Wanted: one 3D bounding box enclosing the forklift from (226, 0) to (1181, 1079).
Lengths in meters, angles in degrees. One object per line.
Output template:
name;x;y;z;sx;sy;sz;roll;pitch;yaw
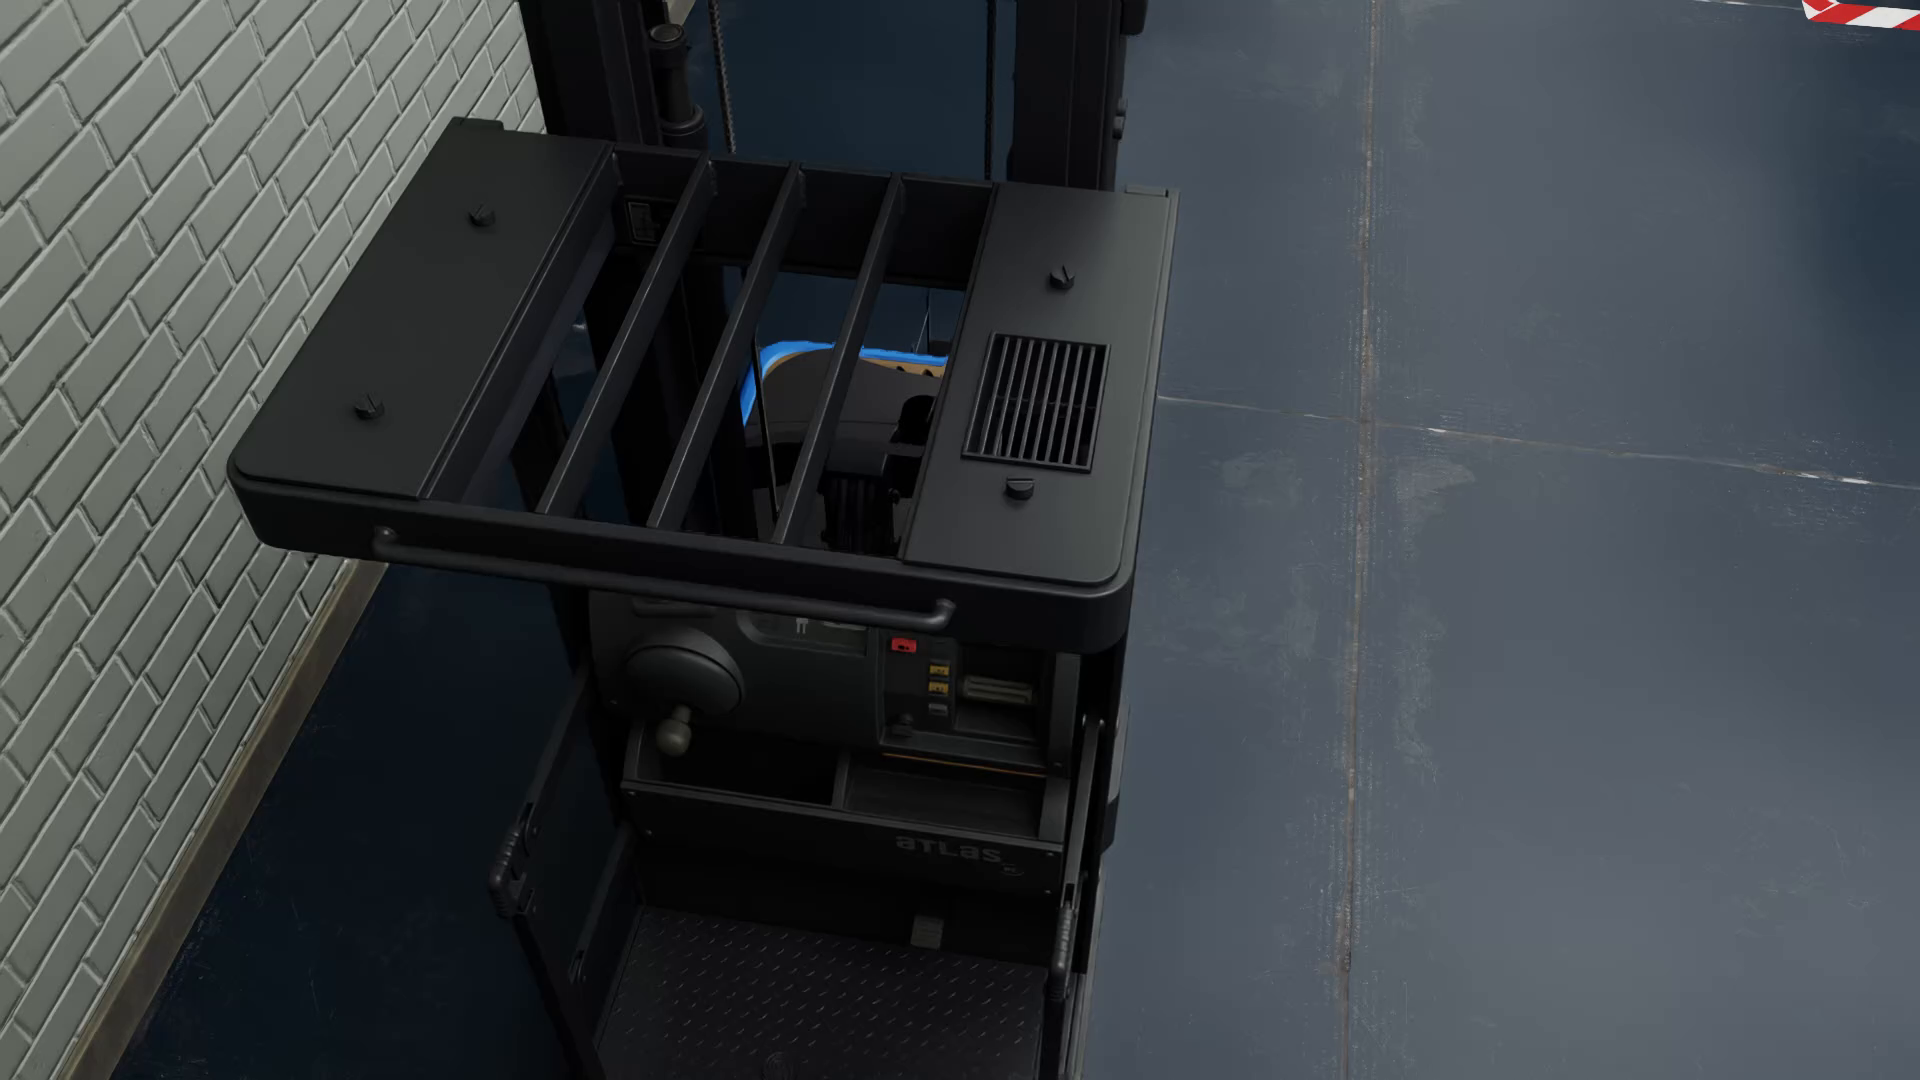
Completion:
forklift;-0.272;0.348;2.967;1.130;2.935;3.031;7;48;6

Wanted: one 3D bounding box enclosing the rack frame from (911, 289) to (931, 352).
rack frame;-0.108;-0.315;4.928;0.006;0.900;0.240;8;49;7

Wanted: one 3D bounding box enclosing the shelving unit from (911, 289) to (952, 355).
shelving unit;-0.008;-0.302;4.916;0.210;0.900;0.258;8;49;7

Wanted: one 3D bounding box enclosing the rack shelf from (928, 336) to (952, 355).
rack shelf;-0.008;-0.460;4.740;0.200;0.077;0.258;8;49;7
